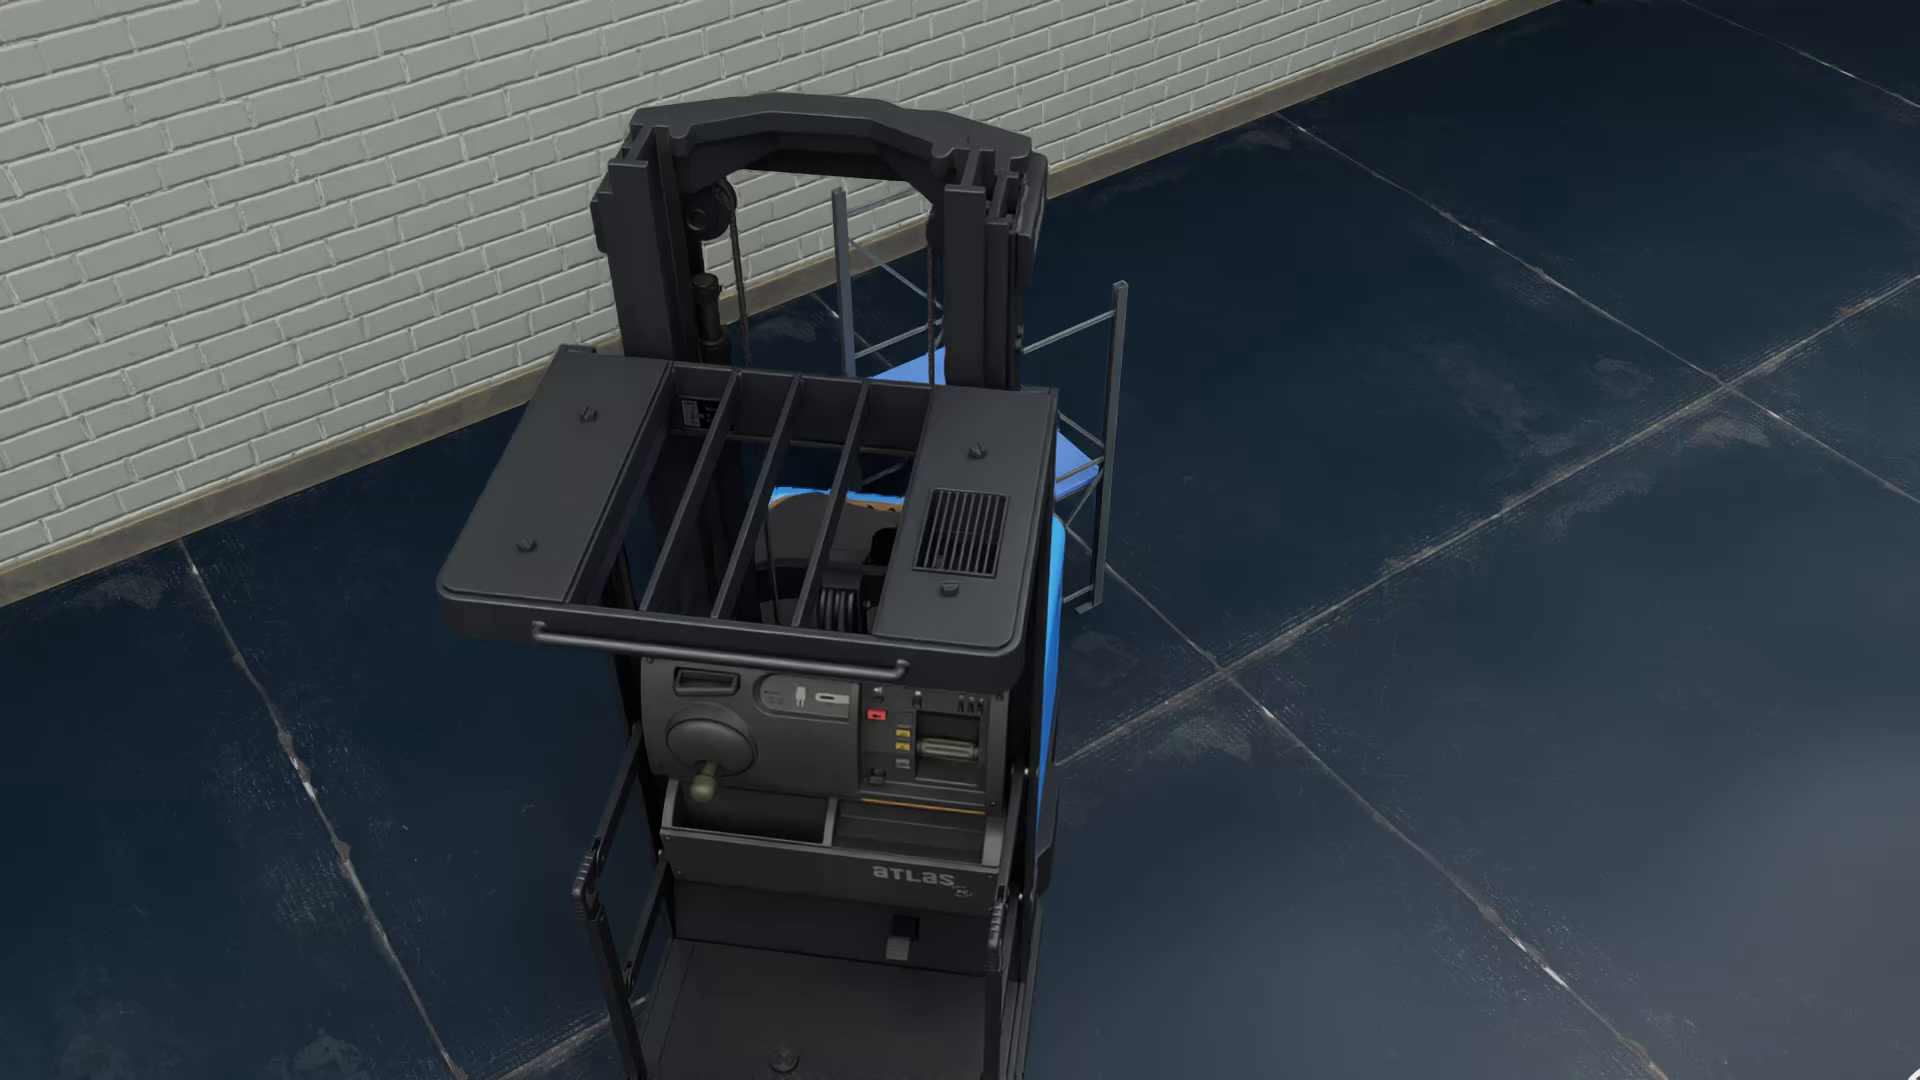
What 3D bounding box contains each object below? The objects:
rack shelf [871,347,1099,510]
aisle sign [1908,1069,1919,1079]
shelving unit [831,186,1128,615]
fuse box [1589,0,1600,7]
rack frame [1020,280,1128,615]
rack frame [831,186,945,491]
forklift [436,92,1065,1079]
[{"bbox_3d":[0.049,-0.364,6.306,0.538,0.185,1.000,-26,49,-24],"label":"rack shelf"},{"bbox_3d":[1.068,0.722,1.939,0.394,0.787,0.004,-26,49,-24],"label":"aisle sign"},{"bbox_3d":[0.049,-0.494,6.182,0.538,1.500,1.048,-26,49,-24],"label":"shelving unit"},{"bbox_3d":[3.920,-3.893,9.589,0.539,1.711,0.414,-26,49,-24],"label":"fuse box"},{"bbox_3d":[0.340,-0.206,5.880,0.500,1.500,0.032,-26,49,-24],"label":"rack frame"},{"bbox_3d":[-0.242,-0.782,6.483,0.500,1.500,0.032,-26,49,-24],"label":"rack frame"},{"bbox_3d":[-0.371,0.581,4.019,1.130,2.935,3.031,6,44,6],"label":"forklift"}]
